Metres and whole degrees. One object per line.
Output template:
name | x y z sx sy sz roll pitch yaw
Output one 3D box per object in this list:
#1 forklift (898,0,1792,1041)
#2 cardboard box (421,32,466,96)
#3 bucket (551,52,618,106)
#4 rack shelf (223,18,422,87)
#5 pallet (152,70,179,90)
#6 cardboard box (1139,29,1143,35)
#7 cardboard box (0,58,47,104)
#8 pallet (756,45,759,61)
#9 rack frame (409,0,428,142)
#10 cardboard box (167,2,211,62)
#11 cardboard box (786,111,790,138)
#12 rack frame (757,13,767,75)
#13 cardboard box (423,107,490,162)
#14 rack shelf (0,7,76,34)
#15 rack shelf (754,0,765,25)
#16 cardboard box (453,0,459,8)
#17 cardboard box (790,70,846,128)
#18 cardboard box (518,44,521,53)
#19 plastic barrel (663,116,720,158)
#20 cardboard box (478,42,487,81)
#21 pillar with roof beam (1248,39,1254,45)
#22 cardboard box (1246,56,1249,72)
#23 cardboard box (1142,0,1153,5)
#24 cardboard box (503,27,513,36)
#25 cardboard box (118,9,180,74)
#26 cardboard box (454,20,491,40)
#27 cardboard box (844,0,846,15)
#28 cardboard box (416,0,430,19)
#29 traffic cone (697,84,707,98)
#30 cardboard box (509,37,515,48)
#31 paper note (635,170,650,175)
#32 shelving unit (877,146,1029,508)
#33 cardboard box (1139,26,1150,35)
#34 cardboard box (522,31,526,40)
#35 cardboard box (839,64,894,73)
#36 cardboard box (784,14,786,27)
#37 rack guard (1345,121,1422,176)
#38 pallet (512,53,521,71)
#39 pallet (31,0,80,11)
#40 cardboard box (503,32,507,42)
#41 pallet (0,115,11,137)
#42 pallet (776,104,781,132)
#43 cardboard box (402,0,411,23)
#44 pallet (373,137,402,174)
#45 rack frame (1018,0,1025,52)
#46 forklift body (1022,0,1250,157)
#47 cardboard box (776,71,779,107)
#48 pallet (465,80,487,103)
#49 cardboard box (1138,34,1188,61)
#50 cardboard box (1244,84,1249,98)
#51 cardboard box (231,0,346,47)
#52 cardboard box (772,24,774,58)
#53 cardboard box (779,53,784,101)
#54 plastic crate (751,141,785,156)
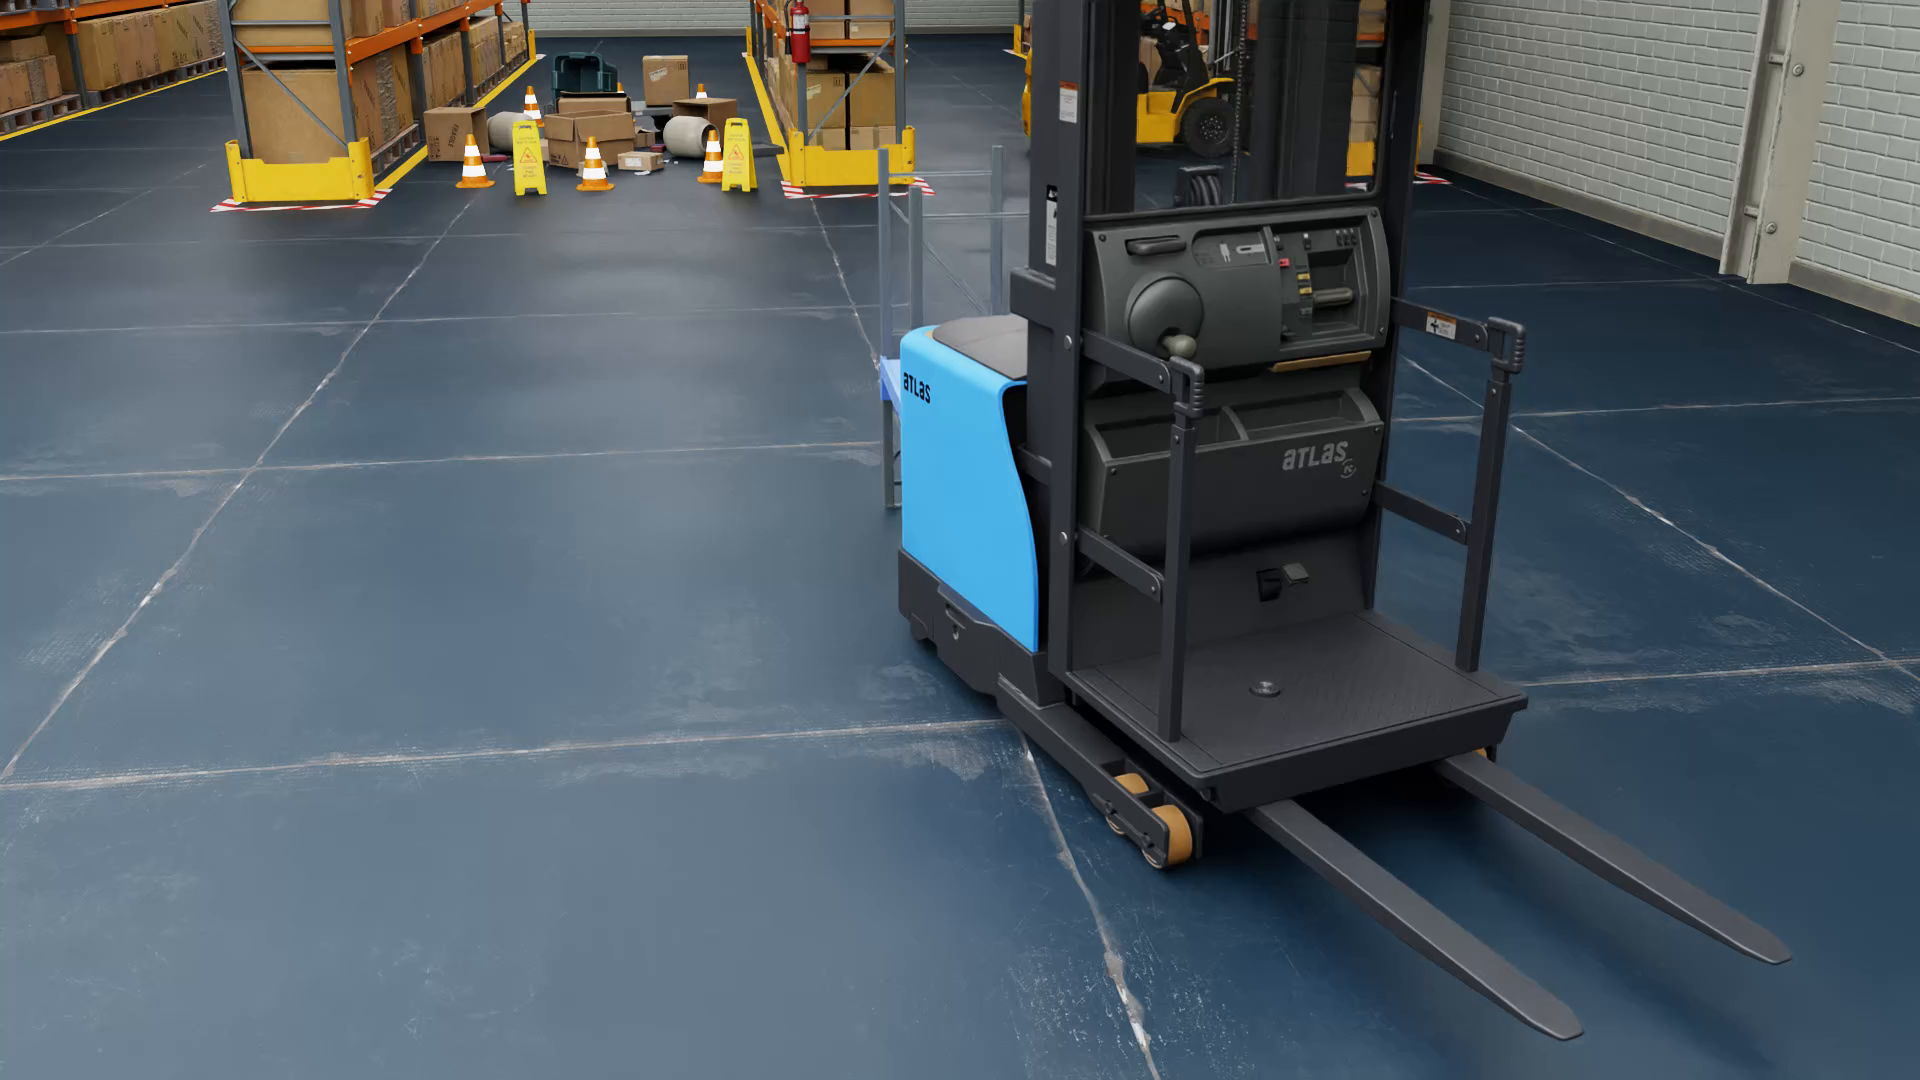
forklift | 0.873 -0.680 4.348 1.130 2.935 3.031 -9 22 -24
cardboard box | -7.049 -6.192 21.623 1.050 0.750 0.750 -3 21 -8
bucket | -4.170 -5.127 18.663 0.726 0.611 0.620 4 11 11
rack shelf | -6.183 -4.850 16.443 1.077 0.370 4.000 -3 21 -8
pallet | -12.362 -6.865 24.794 1.003 0.211 1.213 -3 21 -8
cardboard box | 2.425 -7.289 23.989 0.380 0.149 0.250 -4 21 -10
cardboard box | -11.762 -5.662 20.532 0.700 0.500 0.500 -5 21 -12
pallet | -3.125 -8.740 29.814 1.003 0.211 1.213 -3 21 -8
rack frame | -6.472 -5.880 18.171 1.000 3.000 0.127 -3 21 -8
cardboard box | -12.693 -8.180 26.766 0.875 0.875 0.875 -3 21 -8
cardboard box | -1.542 -4.315 17.311 0.500 0.250 0.500 -4 21 -10
rack frame | -2.741 -8.934 26.349 1.000 3.000 0.127 -3 21 -8
cardboard box | -5.232 -4.224 17.307 0.500 0.500 0.500 1 20 2
rack shelf | -11.683 -6.020 19.575 1.077 0.370 4.000 -3 21 -8
rack shelf | -2.453 -7.905 24.621 1.077 0.370 4.000 -3 21 -8
cardboard box | -6.647 -6.996 21.018 0.500 0.500 0.500 -3 21 -8
cardboard box | -1.385 -4.303 16.209 0.500 0.500 0.500 -3 21 -7
cardboard box | -7.682 -8.374 28.324 0.380 0.149 0.250 -4 21 -10
plastic barrel | -2.807 -4.211 17.386 0.512 0.421 0.421 12 24 30
cardboard box | -6.974 -6.722 23.399 0.500 0.500 0.500 -3 21 -7
pillar with roof beam | -0.433 -9.988 20.597 9.100 9.000 0.400 -3 21 -8
cardboard box | 3.298 -5.078 17.926 0.500 0.250 0.500 -3 21 -9
cardboard box | 2.718 -7.212 21.953 0.500 0.250 0.500 -4 21 -10
cardboard box | -7.669 -8.461 27.708 0.380 0.149 0.250 -3 21 -7
cardboard box | -12.435 -7.415 24.719 1.225 0.875 0.875 -3 21 -8
cardboard box | -7.116 -7.420 24.197 0.500 0.250 0.500 -4 21 -10
cardboard box | -0.883 -5.323 16.112 0.500 0.500 0.500 -2 21 -6
cardboard box | -6.281 -6.122 18.677 0.500 0.500 0.500 -3 21 -7
traffic cone | -3.152 -5.334 20.337 0.336 0.463 0.334 -3 21 -8
cardboard box | -7.582 -8.238 27.534 0.380 0.149 0.250 -3 21 -8
paper note | -3.117 -3.615 16.352 0.148 0.019 0.142 -11 23 -26
shelving unit | -0.002 -0.681 6.397 0.538 1.500 1.048 -3 21 -8
cardboard box | 2.853 -7.502 24.560 0.380 0.149 0.250 -3 21 -7
cardboard box | -7.843 -8.867 29.218 0.380 0.149 0.250 -3 21 -9
cardboard box | -0.937 -4.521 16.793 0.500 0.500 0.500 -4 21 -10
cardboard box | -1.621 -5.392 17.225 0.380 0.149 0.250 -3 21 -8
rack guard | 3.904 -3.852 16.314 1.175 0.500 0.348 -3 21 -8
pallet | -7.936 -7.997 27.826 1.003 0.211 1.213 -3 21 -8
pallet | -11.763 -6.718 20.690 1.213 0.211 1.003 -3 21 -8
cardboard box | -7.450 -8.017 26.519 0.380 0.149 0.250 -2 21 -5
pallet | -11.508 -4.628 18.804 1.003 0.211 1.213 -3 21 -8
pallet | -1.701 -5.127 20.143 1.003 0.211 1.213 -3 21 -8
cardboard box | -6.406 -5.823 17.804 0.875 0.550 0.550 -3 21 -8
pallet | -6.260 -3.883 16.810 1.003 0.211 1.213 -3 21 -8
rack frame | 1.594 -10.571 30.731 1.000 3.000 0.127 -3 21 -8
forklift body | 1.822 -5.198 17.559 2.313 2.155 1.214 -3 21 -8
cardboard box | -1.773 -5.560 20.471 0.950 0.372 0.625 -2 21 -4
pallet | -7.159 -6.229 23.092 1.003 0.211 1.213 -3 21 -8
cardboard box | 2.823 -6.668 23.077 0.875 0.625 0.625 -2 21 -6
cardboard box | 3.295 -4.852 18.034 0.500 0.250 0.500 -3 21 -8
cardboard box | -5.993 -4.691 14.775 0.875 0.550 0.550 -3 21 -8
cardboard box | -2.306 -7.303 24.418 0.875 0.875 0.875 -3 21 -7
cardboard box | -1.770 -5.206 18.626 0.500 0.500 0.500 -2 21 -5
plastic crate | -2.173 -4.211 17.878 0.402 0.080 0.583 -11 23 -26
